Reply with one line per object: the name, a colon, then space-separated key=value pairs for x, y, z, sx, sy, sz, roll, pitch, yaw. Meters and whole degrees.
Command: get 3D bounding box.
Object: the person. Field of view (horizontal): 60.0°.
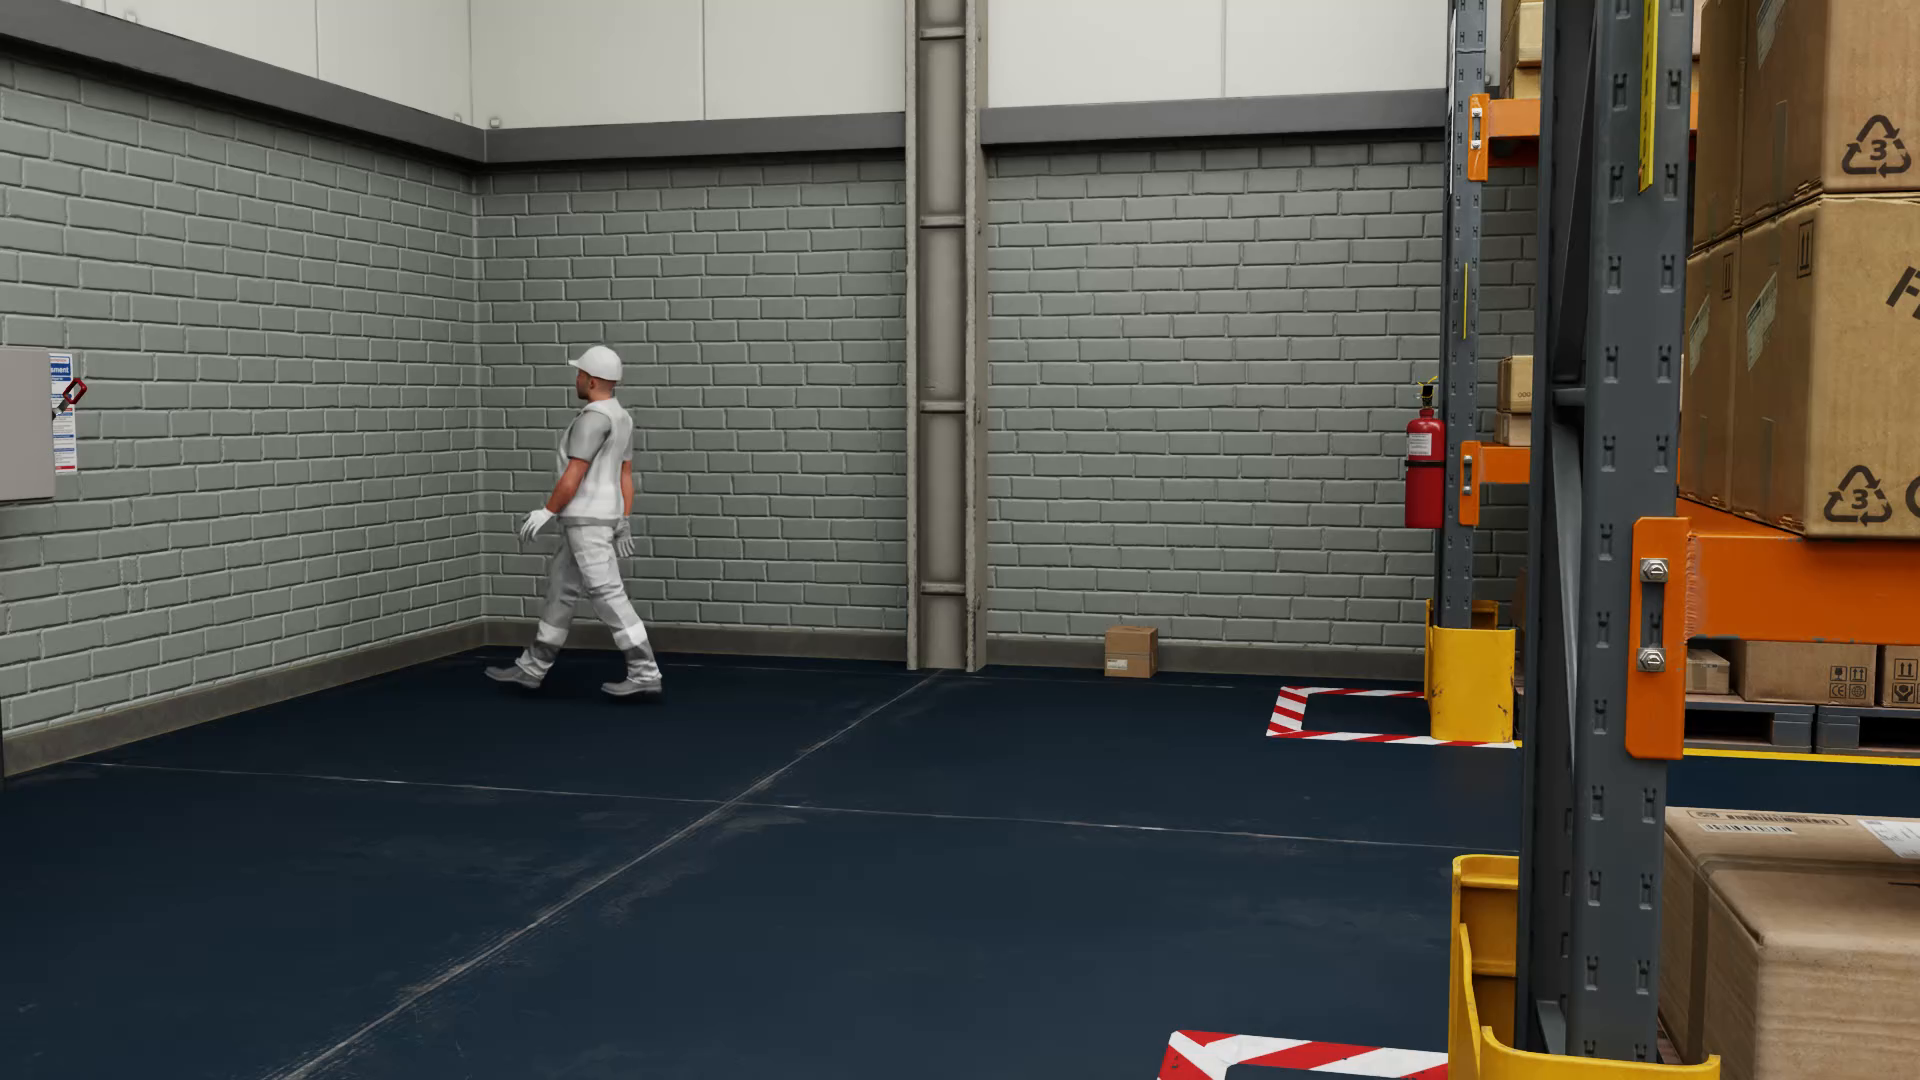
person: x=-1.964 y=-0.070 z=8.307 sx=0.952 sy=1.693 sz=0.527 roll=0 pitch=5 yaw=0
